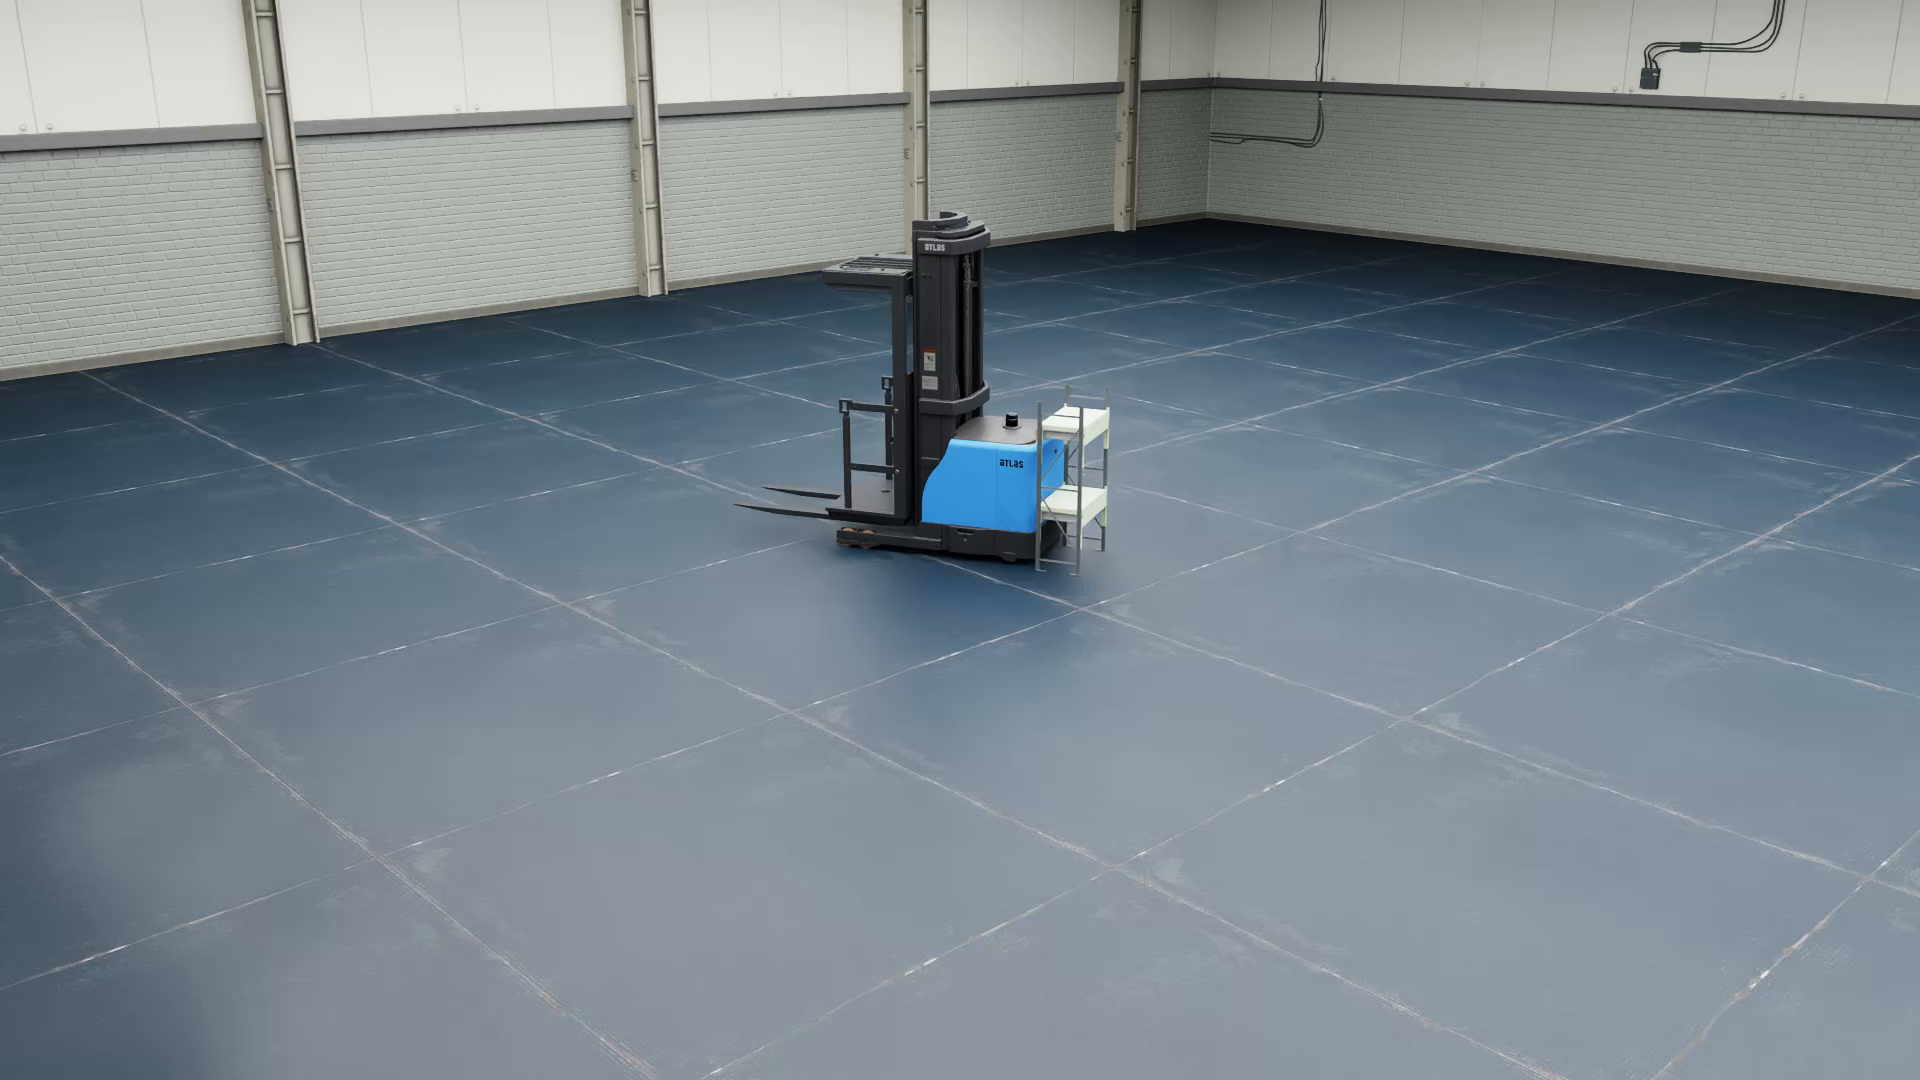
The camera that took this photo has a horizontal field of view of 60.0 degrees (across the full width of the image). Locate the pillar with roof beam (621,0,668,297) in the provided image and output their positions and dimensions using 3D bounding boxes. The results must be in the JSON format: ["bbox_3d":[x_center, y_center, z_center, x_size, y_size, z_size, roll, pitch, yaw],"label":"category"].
[{"bbox_3d":[-2.213,-7.456,23.657,0.400,9.000,9.100,-16,24,-41],"label":"pillar with roof beam"}]

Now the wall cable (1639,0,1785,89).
[{"bbox_3d":[13.108,-10.779,28.390,0.169,6.003,2.305,-16,24,-41],"label":"wall cable"}]

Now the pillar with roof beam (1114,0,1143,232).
[{"bbox_3d":[6.506,-9.999,31.500,0.400,9.000,9.100,-16,24,-41],"label":"pillar with roof beam"}]

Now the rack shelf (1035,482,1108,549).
[{"bbox_3d":[0.980,-0.221,14.557,0.431,0.370,0.720,7,19,21],"label":"rack shelf"}]

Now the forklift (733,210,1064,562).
[{"bbox_3d":[-0.591,-1.460,15.000,3.031,2.935,1.130,6,19,19],"label":"forklift"}]

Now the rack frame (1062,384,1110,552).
[{"bbox_3d":[1.117,-0.636,14.780,0.400,1.500,0.023,7,19,21],"label":"rack frame"}]

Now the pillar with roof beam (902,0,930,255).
[{"bbox_3d":[2.146,-8.728,27.578,0.400,9.000,9.100,-16,24,-41],"label":"pillar with roof beam"}]

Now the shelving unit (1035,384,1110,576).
[{"bbox_3d":[0.980,-0.531,14.457,0.431,1.500,0.755,7,19,21],"label":"shelving unit"}]

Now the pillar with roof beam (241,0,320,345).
[{"bbox_3d":[-6.573,-6.185,19.736,0.400,9.000,9.100,-16,24,-41],"label":"pillar with roof beam"}]

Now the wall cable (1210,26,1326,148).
[{"bbox_3d":[6.598,-9.815,35.966,0.112,2.526,3.097,-16,24,-41],"label":"wall cable"}]

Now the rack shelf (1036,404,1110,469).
[{"bbox_3d":[0.980,-0.903,14.337,0.431,0.370,0.720,7,19,21],"label":"rack shelf"}]

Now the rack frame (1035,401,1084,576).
[{"bbox_3d":[0.843,-0.427,14.134,0.400,1.500,0.023,7,19,21],"label":"rack frame"}]

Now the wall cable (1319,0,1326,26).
[{"bbox_3d":[8.456,-11.611,33.317,0.112,2.526,3.097,-16,24,-41],"label":"wall cable"}]
